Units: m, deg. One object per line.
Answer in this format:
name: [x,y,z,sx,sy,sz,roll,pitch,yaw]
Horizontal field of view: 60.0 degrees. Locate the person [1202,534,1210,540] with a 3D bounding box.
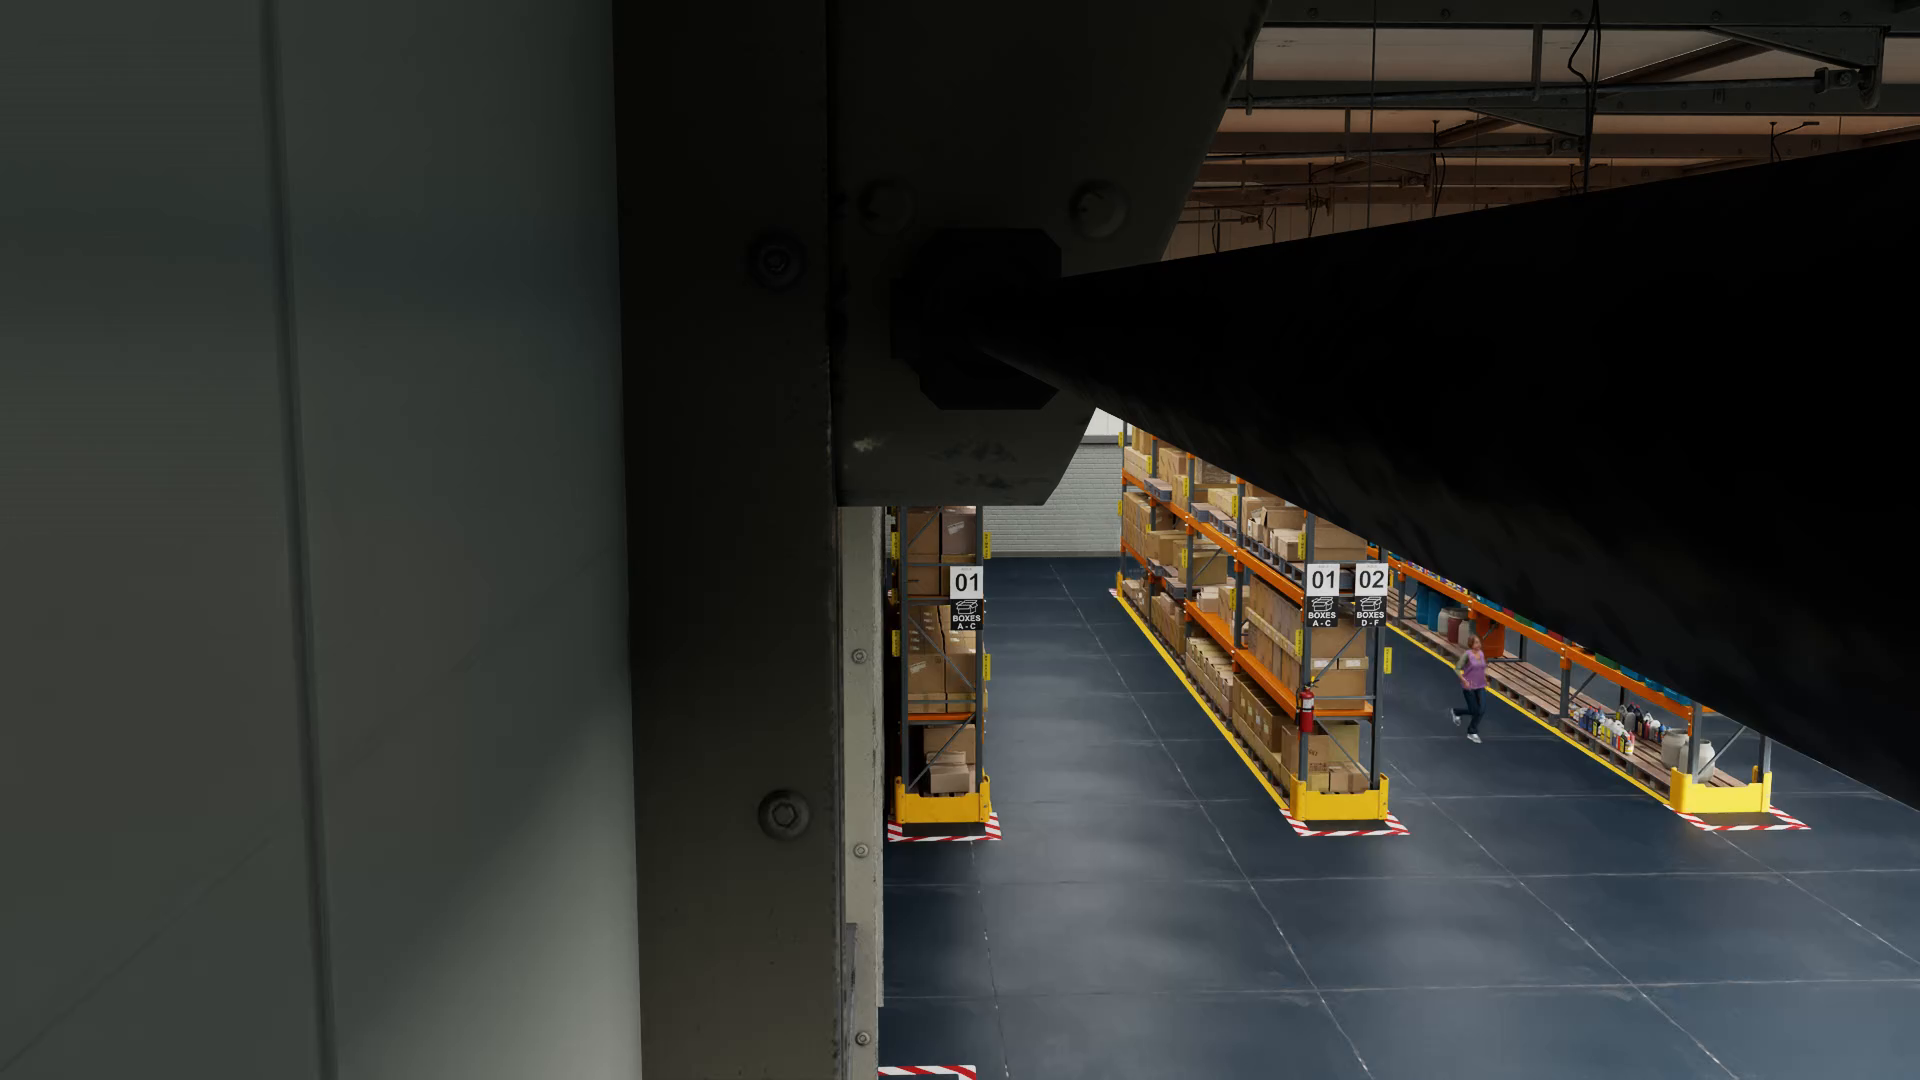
person: [5.482,0.332,36.936,0.550,1.631,0.606,5,10,33]

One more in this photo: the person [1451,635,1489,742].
person: [7.495,2.155,24.404,0.536,1.563,0.576,-3,9,-20]
